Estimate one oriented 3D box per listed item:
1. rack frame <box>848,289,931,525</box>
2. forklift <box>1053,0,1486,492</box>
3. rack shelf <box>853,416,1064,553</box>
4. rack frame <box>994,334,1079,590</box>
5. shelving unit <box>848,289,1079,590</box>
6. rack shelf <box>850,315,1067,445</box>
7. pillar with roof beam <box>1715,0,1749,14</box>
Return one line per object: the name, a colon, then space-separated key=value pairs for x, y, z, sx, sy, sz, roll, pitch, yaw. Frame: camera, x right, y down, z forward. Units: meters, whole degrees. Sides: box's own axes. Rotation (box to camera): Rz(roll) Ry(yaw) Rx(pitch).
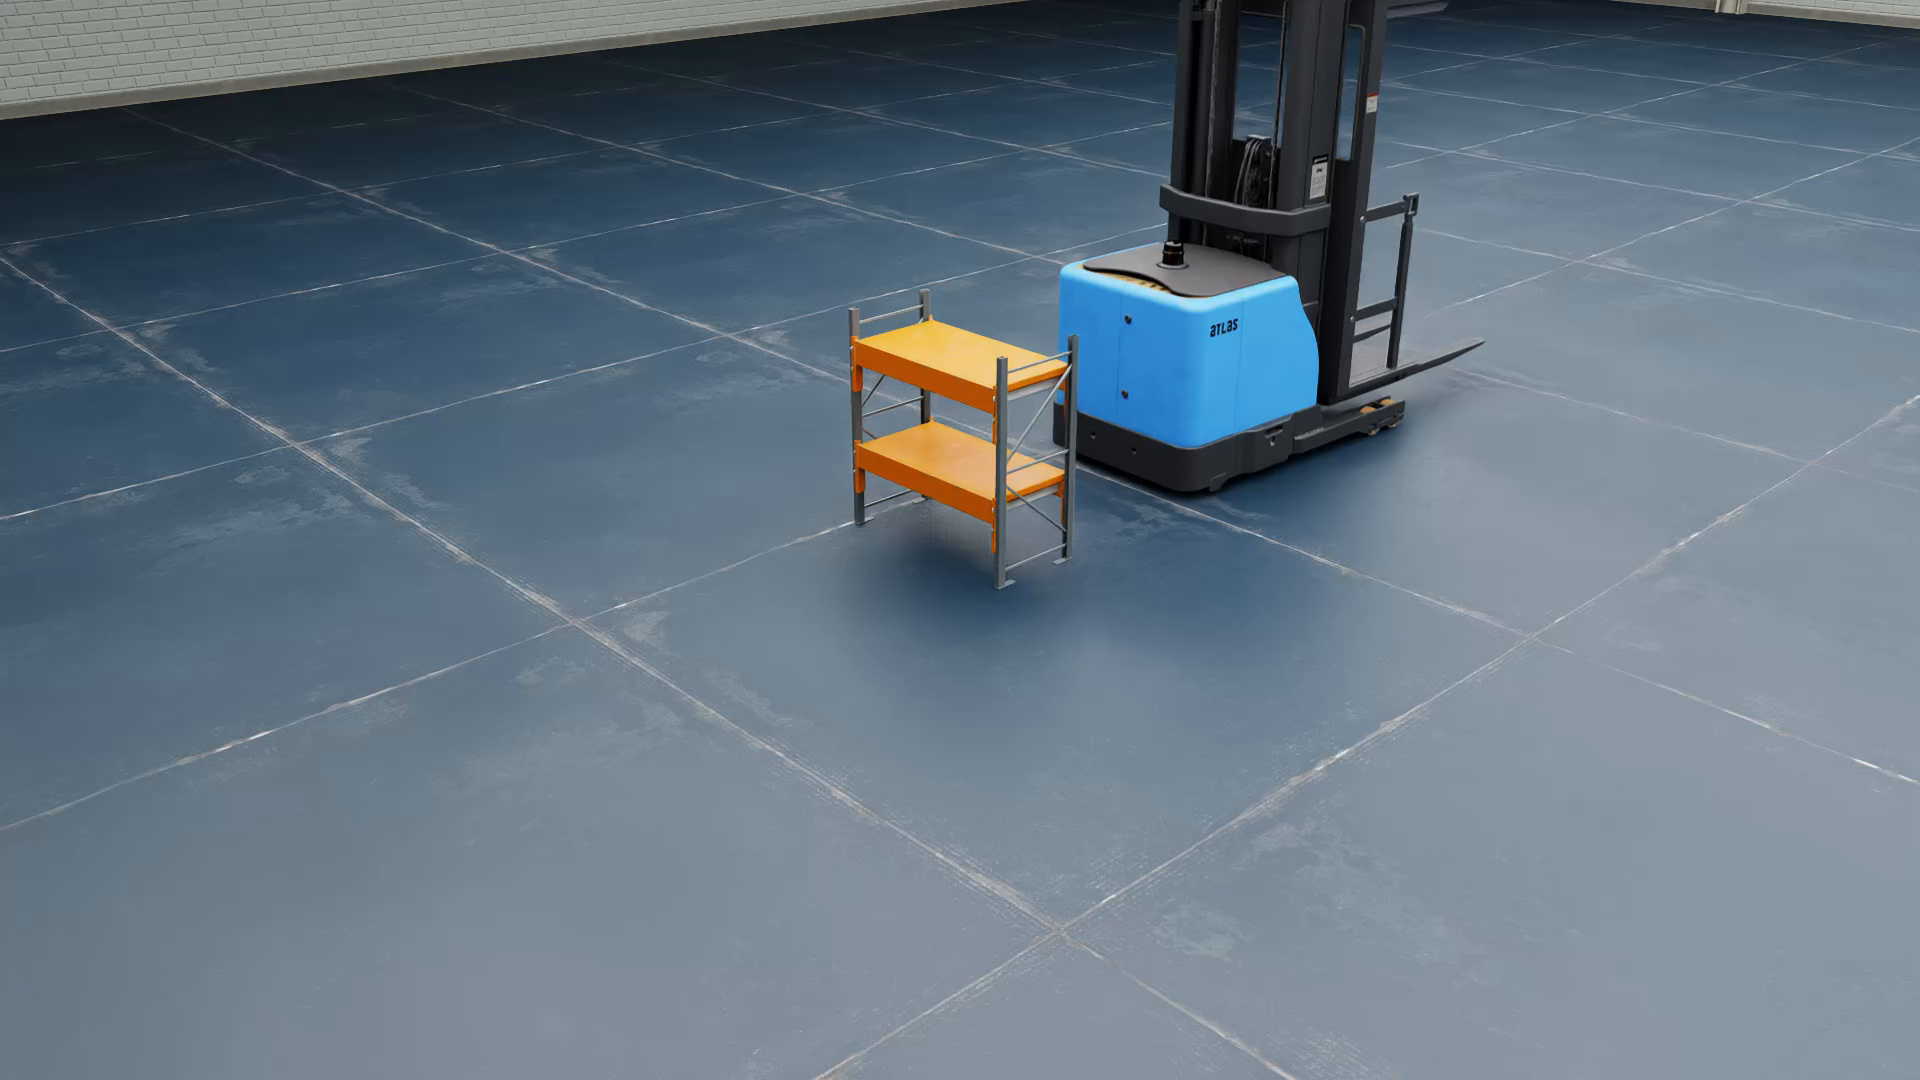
rack frame: x=-0.343 y=-0.664 z=8.350 sx=0.500 sy=1.125 sz=0.032 roll=-21 pitch=32 yaw=-38
forklift: x=1.956 y=-2.079 z=9.275 sx=3.031 sy=2.935 sz=1.130 roll=-20 pitch=31 yaw=-37
rack shelf: x=0.005 y=-0.287 z=8.114 sx=0.538 sy=0.278 sz=1.000 roll=-21 pitch=32 yaw=-38
rack frame: x=0.352 y=-0.356 z=7.674 sx=0.500 sy=1.125 sz=0.032 roll=-21 pitch=32 yaw=-38
shelving unit: x=0.005 y=-0.510 z=8.012 sx=0.538 sy=1.125 sz=1.048 roll=-21 pitch=32 yaw=-38
rack shelf: x=0.005 y=-0.776 z=7.891 sx=0.538 sy=0.278 sz=1.000 roll=-21 pitch=32 yaw=-38
pillar with roof beam: x=9.410 y=-11.464 z=22.538 sx=9.100 sy=9.000 sz=0.400 roll=-21 pitch=32 yaw=-38
